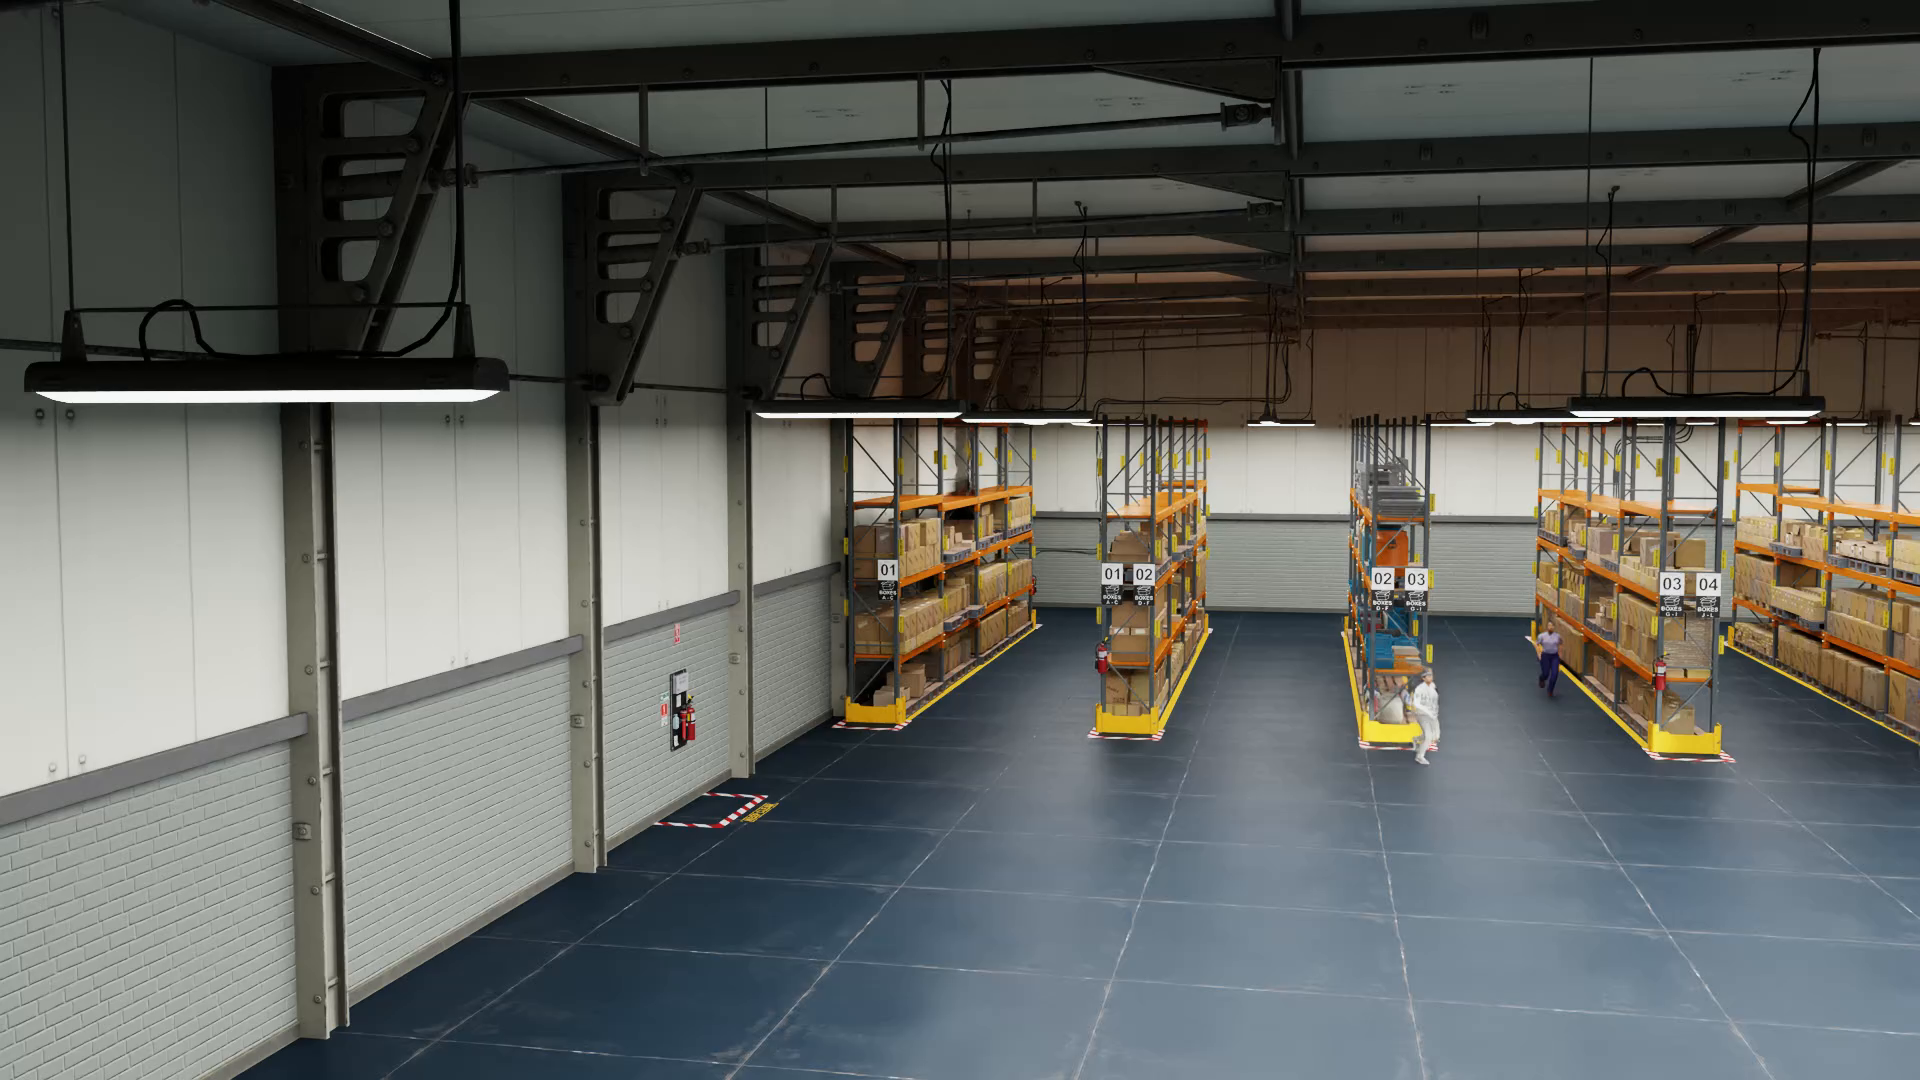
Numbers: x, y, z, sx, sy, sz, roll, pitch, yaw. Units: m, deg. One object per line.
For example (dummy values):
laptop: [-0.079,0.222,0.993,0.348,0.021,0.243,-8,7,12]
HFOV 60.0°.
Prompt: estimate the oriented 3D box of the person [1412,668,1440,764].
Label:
person: [8.004,3.006,28.541,0.641,1.666,0.615,-3,5,-33]

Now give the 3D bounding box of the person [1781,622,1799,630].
person: [22.547,1.888,45.083,0.754,1.686,0.654,0,4,-3]

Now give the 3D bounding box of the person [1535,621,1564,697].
person: [12.707,2.551,35.831,0.610,1.609,0.575,0,4,7]
